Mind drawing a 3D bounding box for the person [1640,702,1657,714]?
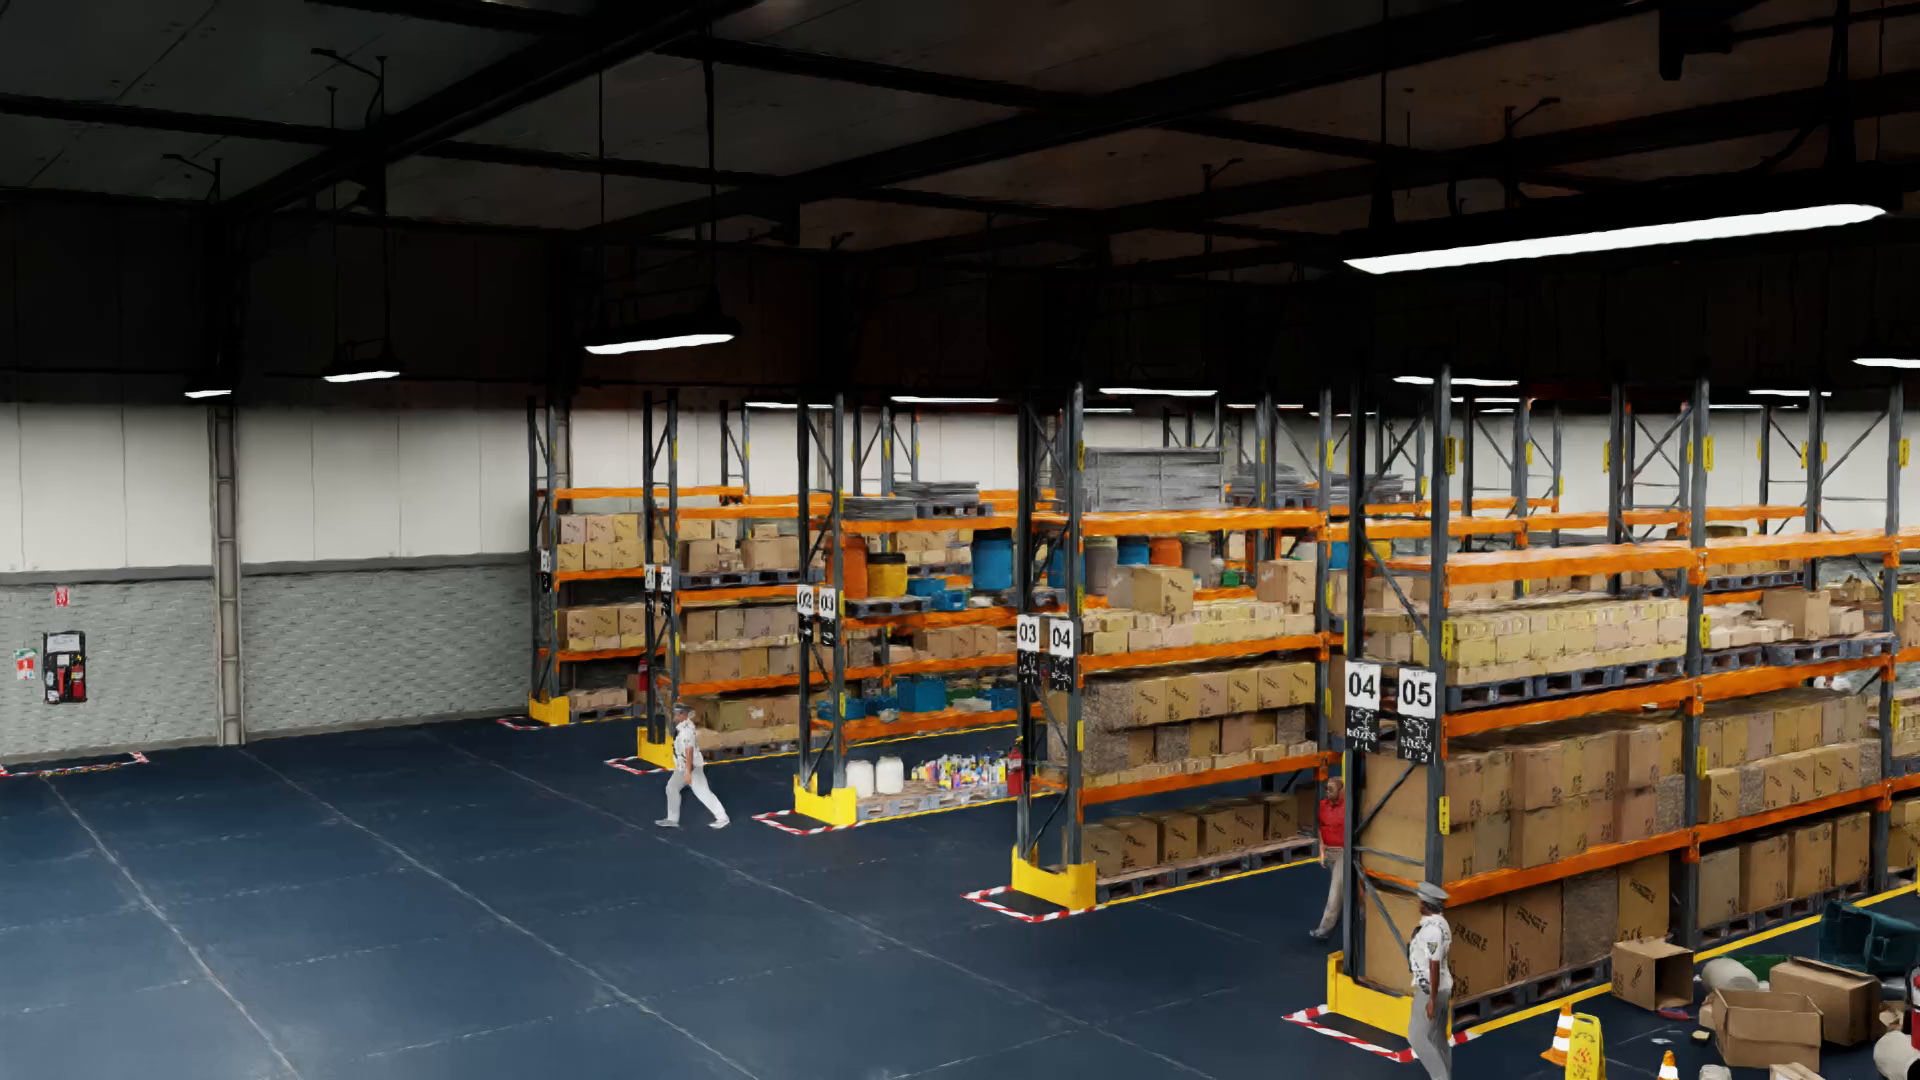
[{"bbox_3d":[9.373,2.973,22.544,0.549,1.735,0.702,-3,4,-37],"label":"person"}]

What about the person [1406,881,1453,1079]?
[{"bbox_3d":[3.703,3.549,13.050,0.374,1.669,0.574,1,4,23],"label":"person"}]

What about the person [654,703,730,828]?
[{"bbox_3d":[-3.588,3.003,22.163,0.953,1.698,0.579,-1,4,-16],"label":"person"}]

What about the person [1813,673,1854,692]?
[{"bbox_3d":[13.667,2.817,26.061,0.546,1.626,0.729,-3,4,-37],"label":"person"}]

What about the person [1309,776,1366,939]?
[{"bbox_3d":[3.971,3.290,17.497,1.126,1.645,0.542,-2,4,-33],"label":"person"}]
